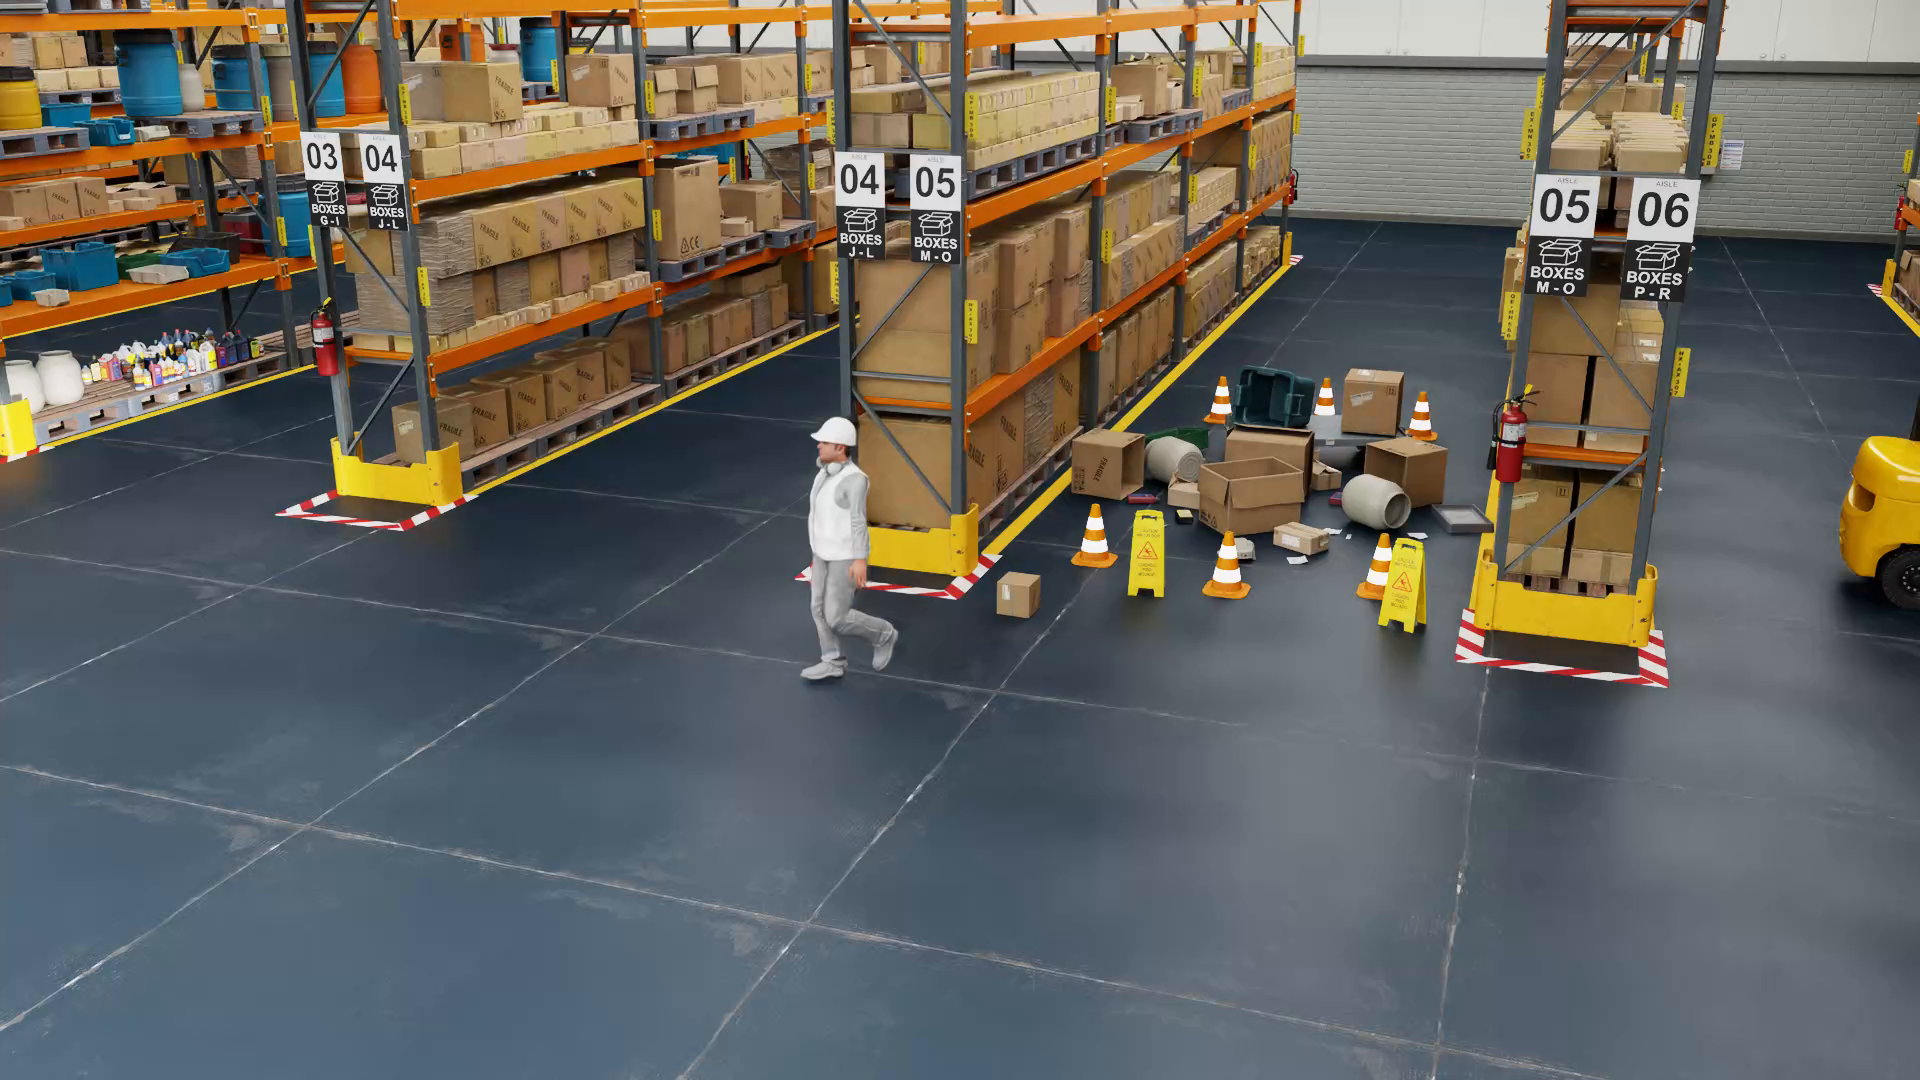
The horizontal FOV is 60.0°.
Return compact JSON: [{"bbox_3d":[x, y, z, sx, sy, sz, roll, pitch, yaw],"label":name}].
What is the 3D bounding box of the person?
[{"bbox_3d":[-0.739,0.066,10.765,0.625,1.763,0.553,-10,21,-27],"label":"person"}]
